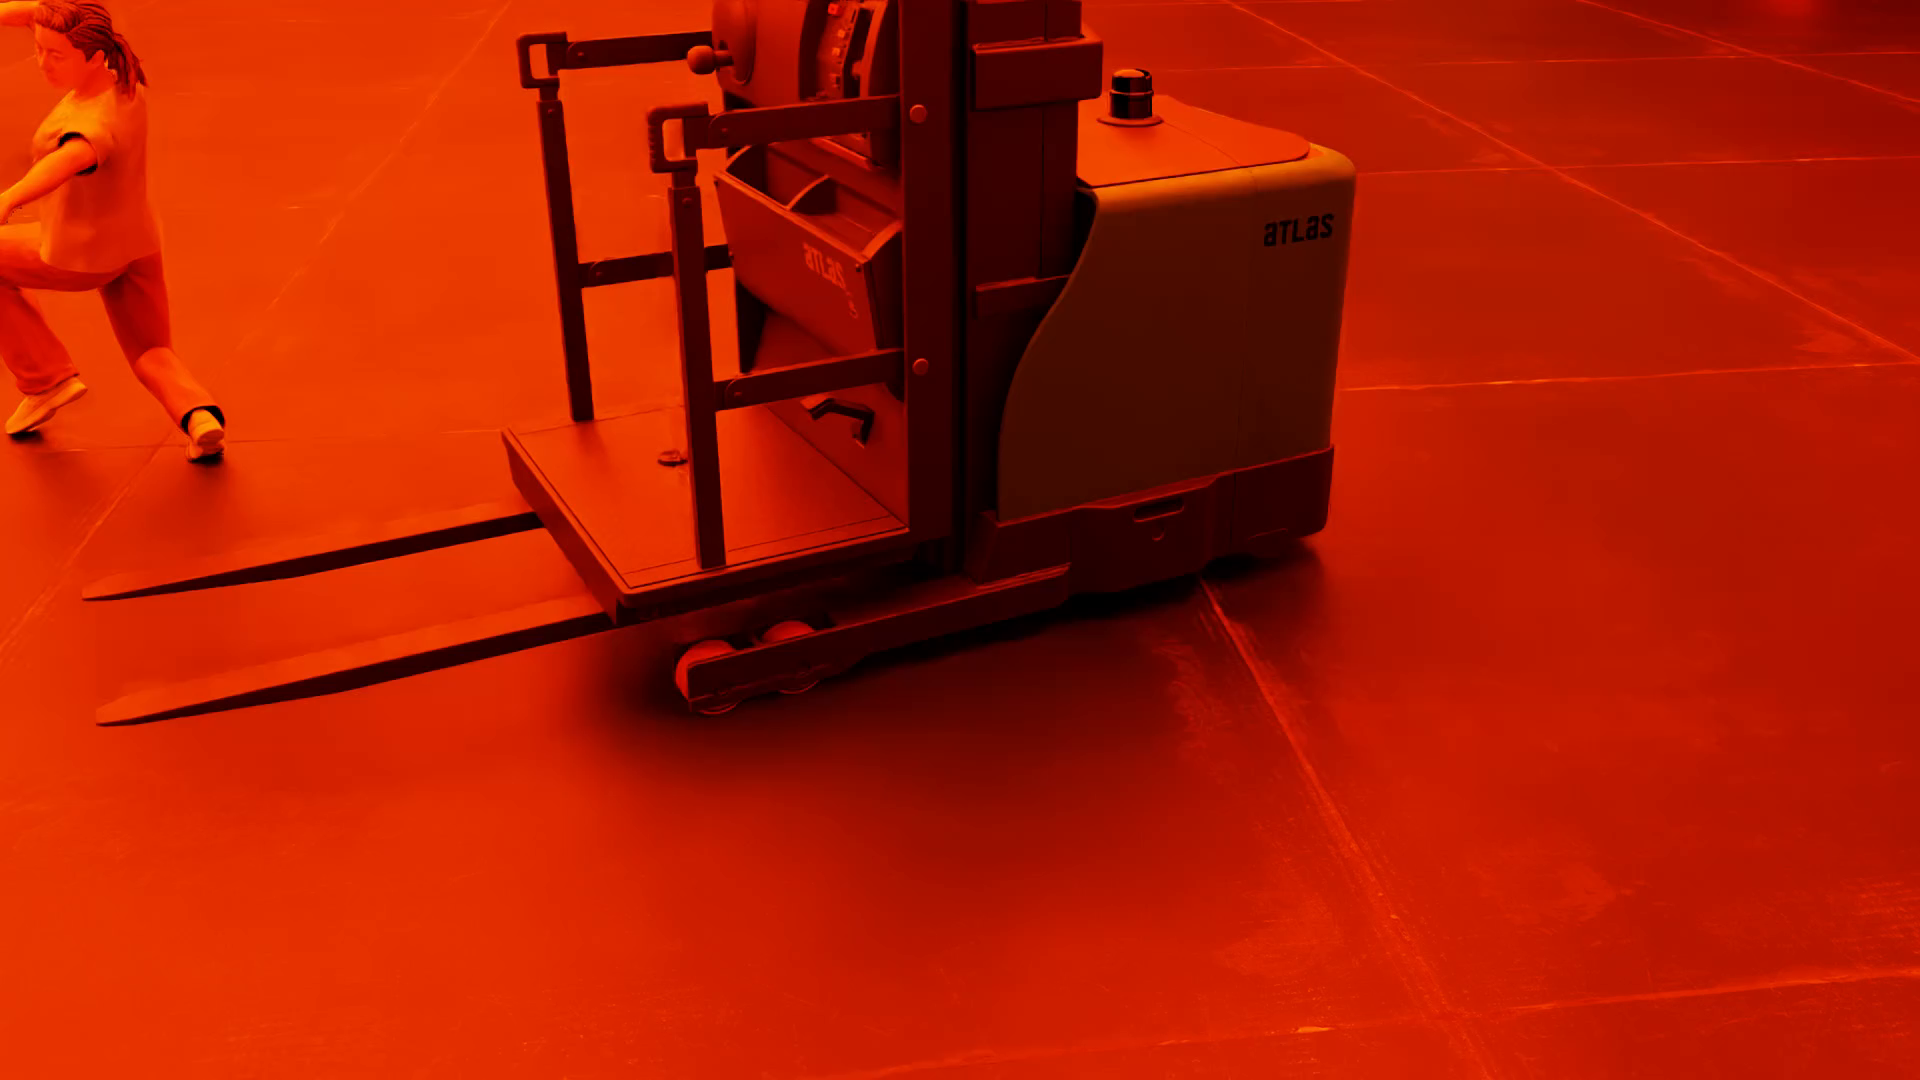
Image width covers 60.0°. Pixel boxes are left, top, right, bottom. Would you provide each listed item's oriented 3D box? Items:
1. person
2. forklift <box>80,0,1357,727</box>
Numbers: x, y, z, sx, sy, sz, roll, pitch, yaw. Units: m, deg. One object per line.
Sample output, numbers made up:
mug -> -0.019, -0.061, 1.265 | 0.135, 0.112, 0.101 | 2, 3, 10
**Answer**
person -> -2.676, -0.822, 4.725 | 0.909, 1.378, 0.912 | 8, 27, 17
forklift -> -0.546, -1.185, 3.689 | 3.031, 2.935, 1.130 | -13, 29, -25
